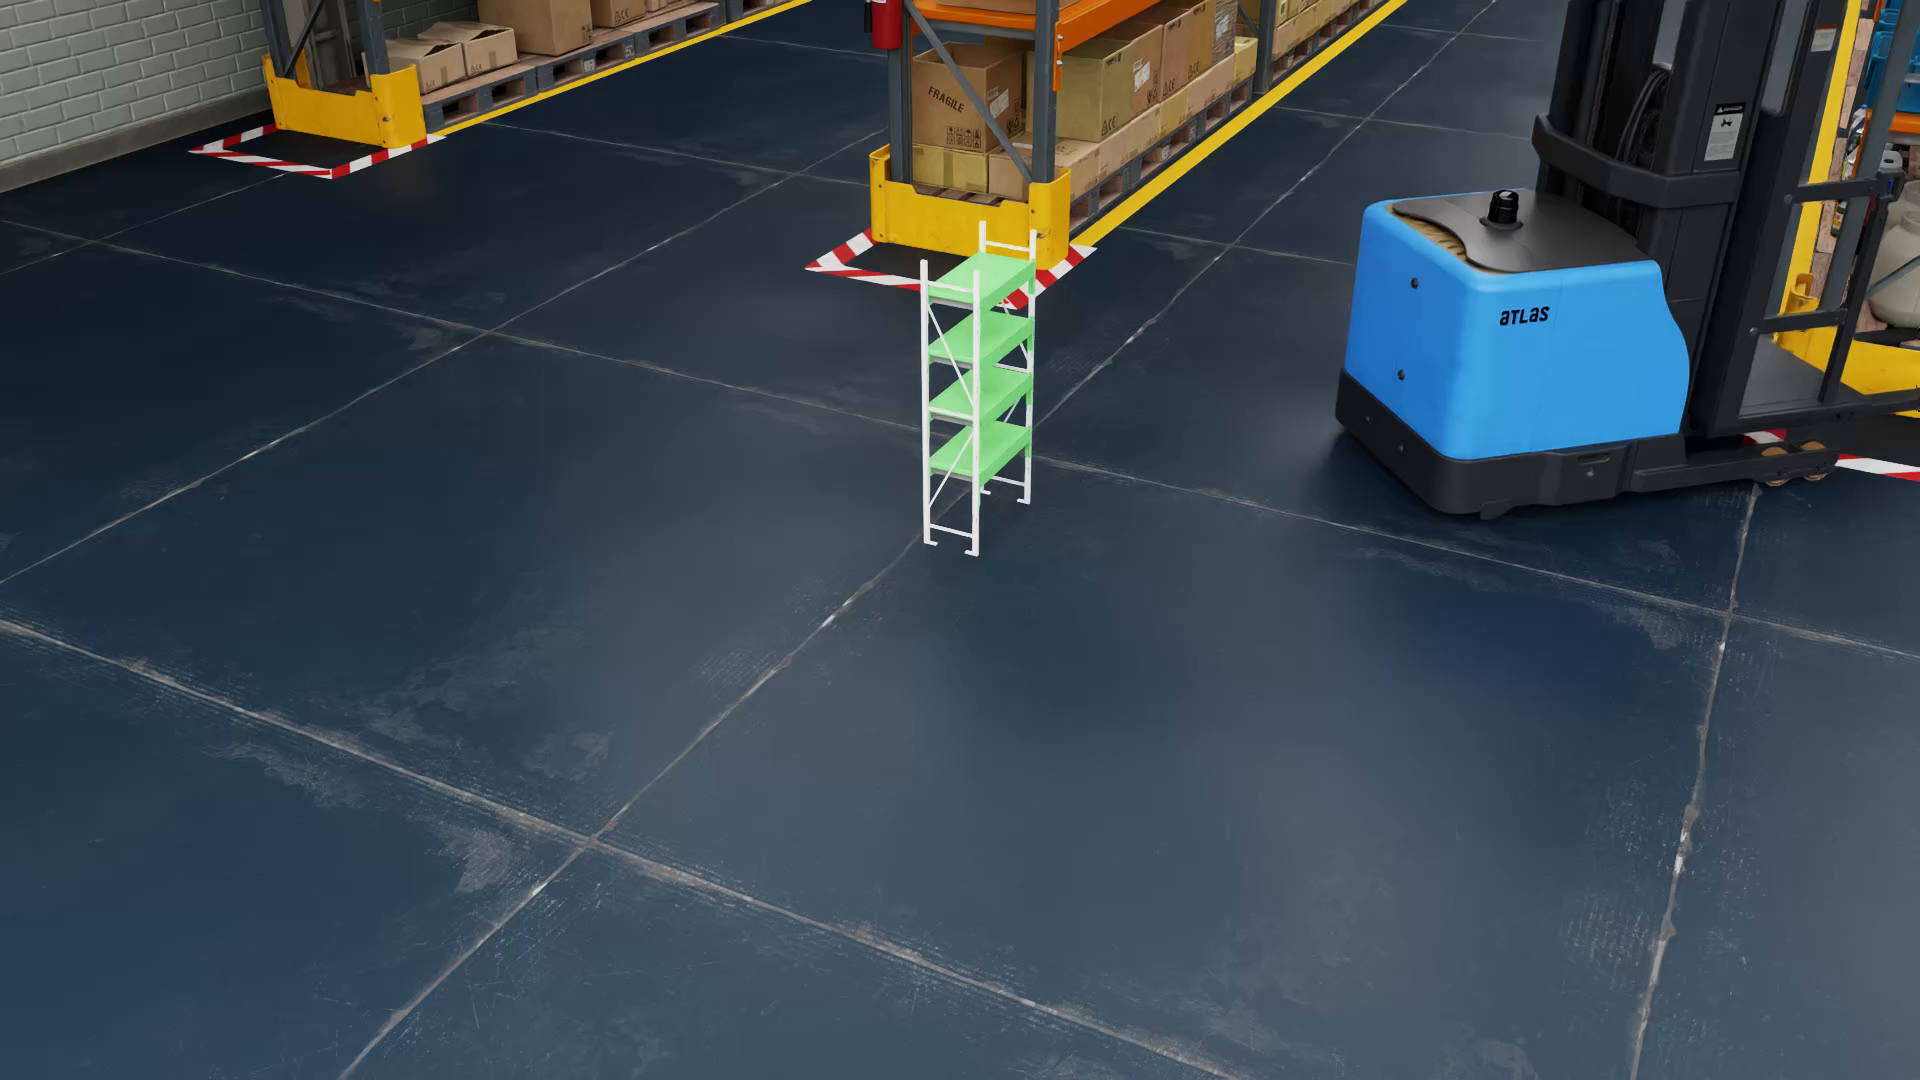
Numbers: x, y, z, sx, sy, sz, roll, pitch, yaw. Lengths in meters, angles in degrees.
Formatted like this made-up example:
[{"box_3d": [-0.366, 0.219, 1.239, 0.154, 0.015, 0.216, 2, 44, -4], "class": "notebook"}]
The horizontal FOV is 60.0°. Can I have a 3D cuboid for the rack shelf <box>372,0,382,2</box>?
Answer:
[{"box_3d": [-3.439, -4.731, 12.700, 1.077, 0.370, 4.000, 14, 33, 23], "class": "rack shelf"}]

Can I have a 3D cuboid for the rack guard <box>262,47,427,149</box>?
[{"box_3d": [-4.315, -3.106, 11.658, 1.175, 0.500, 0.348, 14, 33, 23], "class": "rack guard"}]

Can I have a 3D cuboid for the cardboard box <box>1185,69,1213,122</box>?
[{"box_3d": [1.416, -3.098, 11.472, 0.500, 0.250, 0.500, 14, 33, 23], "class": "cardboard box"}]

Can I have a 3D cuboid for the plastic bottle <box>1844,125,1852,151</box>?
[{"box_3d": [5.710, -2.573, 10.587, 0.097, 0.201, 0.097, 0, 30, 0], "class": "plastic bottle"}]

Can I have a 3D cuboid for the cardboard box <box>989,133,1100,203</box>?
[{"box_3d": [0.504, -2.212, 9.929, 0.500, 0.250, 0.500, 14, 33, 23], "class": "cardboard box"}]

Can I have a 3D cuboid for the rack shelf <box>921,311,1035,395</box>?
[{"box_3d": [0.075, -0.746, 6.491, 0.258, 0.148, 0.480, 14, 33, 23], "class": "rack shelf"}]

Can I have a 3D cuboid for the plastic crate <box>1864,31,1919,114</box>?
[{"box_3d": [4.431, -2.135, 7.604, 0.499, 0.251, 0.616, 14, 33, 23], "class": "plastic crate"}]

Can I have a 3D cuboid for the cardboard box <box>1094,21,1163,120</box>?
[{"box_3d": [0.946, -2.983, 10.520, 0.500, 0.500, 0.500, 14, 33, 23], "class": "cardboard box"}]

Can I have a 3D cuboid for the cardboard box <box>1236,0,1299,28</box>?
[{"box_3d": [2.294, -4.168, 12.771, 0.500, 0.311, 0.500, 14, 33, 23], "class": "cardboard box"}]

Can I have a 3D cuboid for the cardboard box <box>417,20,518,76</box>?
[{"box_3d": [-3.695, -3.721, 12.475, 0.500, 0.311, 0.500, 17, 34, 27], "class": "cardboard box"}]

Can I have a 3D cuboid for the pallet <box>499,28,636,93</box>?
[{"box_3d": [-3.357, -3.872, 13.281, 1.003, 0.211, 1.213, 14, 33, 23], "class": "pallet"}]

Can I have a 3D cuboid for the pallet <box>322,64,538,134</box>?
[{"box_3d": [-3.914, -3.333, 12.343, 1.003, 0.211, 1.213, 14, 33, 23], "class": "pallet"}]

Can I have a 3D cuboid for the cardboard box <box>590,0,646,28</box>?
[{"box_3d": [-2.965, -4.568, 13.760, 0.500, 0.500, 0.500, 12, 32, 20], "class": "cardboard box"}]

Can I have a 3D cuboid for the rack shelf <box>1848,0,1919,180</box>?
[{"box_3d": [5.381, -2.484, 8.786, 1.077, 0.370, 4.000, 14, 33, 23], "class": "rack shelf"}]

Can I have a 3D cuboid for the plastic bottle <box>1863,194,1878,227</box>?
[{"box_3d": [5.150, -1.917, 9.363, 0.061, 0.283, 0.133, 14, 33, 23], "class": "plastic bottle"}]

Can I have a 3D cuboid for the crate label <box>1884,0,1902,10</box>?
[{"box_3d": [5.067, -2.802, 8.582, 0.502, 0.435, 0.616, 14, 33, 23], "class": "crate label"}]

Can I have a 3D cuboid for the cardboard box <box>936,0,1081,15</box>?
[{"box_3d": [0.286, -3.282, 9.353, 0.700, 0.500, 0.500, 14, 33, 23], "class": "cardboard box"}]

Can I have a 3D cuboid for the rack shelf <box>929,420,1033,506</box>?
[{"box_3d": [0.075, -0.330, 6.730, 0.258, 0.148, 0.480, 14, 33, 23], "class": "rack shelf"}]

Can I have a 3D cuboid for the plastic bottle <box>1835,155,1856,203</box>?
[{"box_3d": [5.190, -2.106, 9.624, 0.144, 0.351, 0.185, 16, 33, 25], "class": "plastic bottle"}]

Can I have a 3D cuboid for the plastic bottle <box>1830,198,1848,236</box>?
[{"box_3d": [4.916, -1.800, 9.241, 0.097, 0.201, 0.097, 0, 30, 0], "class": "plastic bottle"}]

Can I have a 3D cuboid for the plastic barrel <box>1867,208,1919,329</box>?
[{"box_3d": [4.701, -1.322, 8.116, 0.421, 0.512, 0.421, 0, 30, 0], "class": "plastic barrel"}]

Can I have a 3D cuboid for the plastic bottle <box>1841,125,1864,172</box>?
[{"box_3d": [5.469, -2.377, 10.096, 0.144, 0.351, 0.185, 13, 32, 21], "class": "plastic bottle"}]

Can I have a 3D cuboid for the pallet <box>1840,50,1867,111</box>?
[{"box_3d": [7.170, -3.373, 12.412, 1.003, 0.211, 1.213, 14, 33, 23], "class": "pallet"}]

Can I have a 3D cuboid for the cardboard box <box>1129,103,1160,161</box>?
[{"box_3d": [0.957, -2.656, 10.702, 0.500, 0.250, 0.500, 14, 33, 23], "class": "cardboard box"}]

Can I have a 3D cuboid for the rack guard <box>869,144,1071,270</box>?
[{"box_3d": [0.051, -1.940, 9.626, 1.175, 0.500, 0.348, 14, 33, 23], "class": "rack guard"}]

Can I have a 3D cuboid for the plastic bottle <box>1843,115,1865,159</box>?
[{"box_3d": [5.633, -2.501, 10.386, 0.152, 0.276, 0.135, 16, 33, 25], "class": "plastic bottle"}]

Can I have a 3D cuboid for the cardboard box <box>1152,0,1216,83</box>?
[{"box_3d": [1.405, -3.426, 11.290, 0.500, 0.500, 0.500, 14, 33, 23], "class": "cardboard box"}]

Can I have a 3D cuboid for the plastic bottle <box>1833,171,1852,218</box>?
[{"box_3d": [5.055, -1.938, 9.406, 0.152, 0.276, 0.135, 15, 33, 24], "class": "plastic bottle"}]

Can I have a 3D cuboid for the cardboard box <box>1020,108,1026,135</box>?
[{"box_3d": [0.260, -2.554, 10.524, 0.500, 0.250, 0.500, 14, 33, 23], "class": "cardboard box"}]

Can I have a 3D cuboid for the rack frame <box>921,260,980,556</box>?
[{"box_3d": [-0.036, -0.486, 6.391, 0.240, 1.200, 0.015, 14, 33, 23], "class": "rack frame"}]

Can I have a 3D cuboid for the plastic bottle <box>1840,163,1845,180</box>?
[{"box_3d": [5.319, -2.192, 9.924, 0.097, 0.201, 0.097, 0, 30, 0], "class": "plastic bottle"}]

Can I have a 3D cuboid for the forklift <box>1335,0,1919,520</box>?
[{"box_3d": [3.285, -1.748, 6.850, 3.031, 2.935, 1.130, -8, 31, -13], "class": "forklift"}]

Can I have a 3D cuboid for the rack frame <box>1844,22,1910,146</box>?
[{"box_3d": [6.292, -3.683, 10.151, 1.000, 3.000, 0.127, 14, 33, 23], "class": "rack frame"}]

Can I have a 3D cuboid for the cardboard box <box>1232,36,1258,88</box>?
[{"box_3d": [1.867, -3.542, 12.246, 0.500, 0.250, 0.500, 14, 33, 23], "class": "cardboard box"}]

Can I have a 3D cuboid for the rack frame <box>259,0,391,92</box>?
[{"box_3d": [-4.350, -4.157, 10.976, 1.000, 3.000, 0.127, 14, 33, 23], "class": "rack frame"}]

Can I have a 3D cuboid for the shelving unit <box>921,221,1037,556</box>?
[{"box_3d": [0.075, -0.594, 6.579, 0.258, 1.200, 0.503, 14, 33, 23], "class": "shelving unit"}]

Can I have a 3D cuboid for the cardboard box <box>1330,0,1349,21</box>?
[{"box_3d": [2.988, -4.602, 14.091, 0.500, 0.250, 0.500, 15, 33, 24], "class": "cardboard box"}]

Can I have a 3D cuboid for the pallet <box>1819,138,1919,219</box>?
[{"box_3d": [5.949, -2.185, 10.343, 1.003, 0.211, 1.213, 14, 33, 23], "class": "pallet"}]

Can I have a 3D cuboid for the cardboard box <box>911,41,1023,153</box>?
[{"box_3d": [0.041, -2.655, 9.947, 0.500, 0.500, 0.500, 14, 33, 23], "class": "cardboard box"}]

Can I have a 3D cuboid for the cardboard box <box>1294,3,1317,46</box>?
[{"box_3d": [2.522, -4.147, 13.298, 0.500, 0.250, 0.500, 15, 33, 24], "class": "cardboard box"}]

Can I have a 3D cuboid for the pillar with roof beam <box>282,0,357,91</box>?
[{"box_3d": [-0.969, -6.288, 8.664, 9.100, 9.000, 0.400, 14, 33, 23], "class": "pillar with roof beam"}]

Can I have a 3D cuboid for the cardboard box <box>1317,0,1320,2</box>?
[{"box_3d": [2.761, -4.618, 13.556, 0.500, 0.311, 0.500, 13, 32, 22], "class": "cardboard box"}]

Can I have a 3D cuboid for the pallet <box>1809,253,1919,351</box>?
[{"box_3d": [4.837, -1.103, 8.459, 1.003, 0.211, 1.213, 14, 33, 23], "class": "pallet"}]

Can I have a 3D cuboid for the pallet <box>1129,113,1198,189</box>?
[{"box_3d": [0.930, -2.713, 11.262, 1.003, 0.211, 1.213, 14, 33, 23], "class": "pallet"}]

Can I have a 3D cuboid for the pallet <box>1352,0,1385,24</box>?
[{"box_3d": [3.296, -5.016, 15.272, 1.003, 0.211, 1.213, 14, 33, 23], "class": "pallet"}]

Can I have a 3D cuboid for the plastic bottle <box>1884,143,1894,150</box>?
[{"box_3d": [5.596, -2.335, 10.102, 0.097, 0.271, 0.097, 0, 30, 0], "class": "plastic bottle"}]

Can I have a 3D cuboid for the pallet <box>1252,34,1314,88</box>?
[{"box_3d": [2.185, -3.934, 13.389, 1.003, 0.211, 1.213, 14, 33, 23], "class": "pallet"}]

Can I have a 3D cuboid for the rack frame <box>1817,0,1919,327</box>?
[{"box_3d": [4.470, -1.909, 7.063, 1.000, 3.000, 0.127, 14, 33, 23], "class": "rack frame"}]
